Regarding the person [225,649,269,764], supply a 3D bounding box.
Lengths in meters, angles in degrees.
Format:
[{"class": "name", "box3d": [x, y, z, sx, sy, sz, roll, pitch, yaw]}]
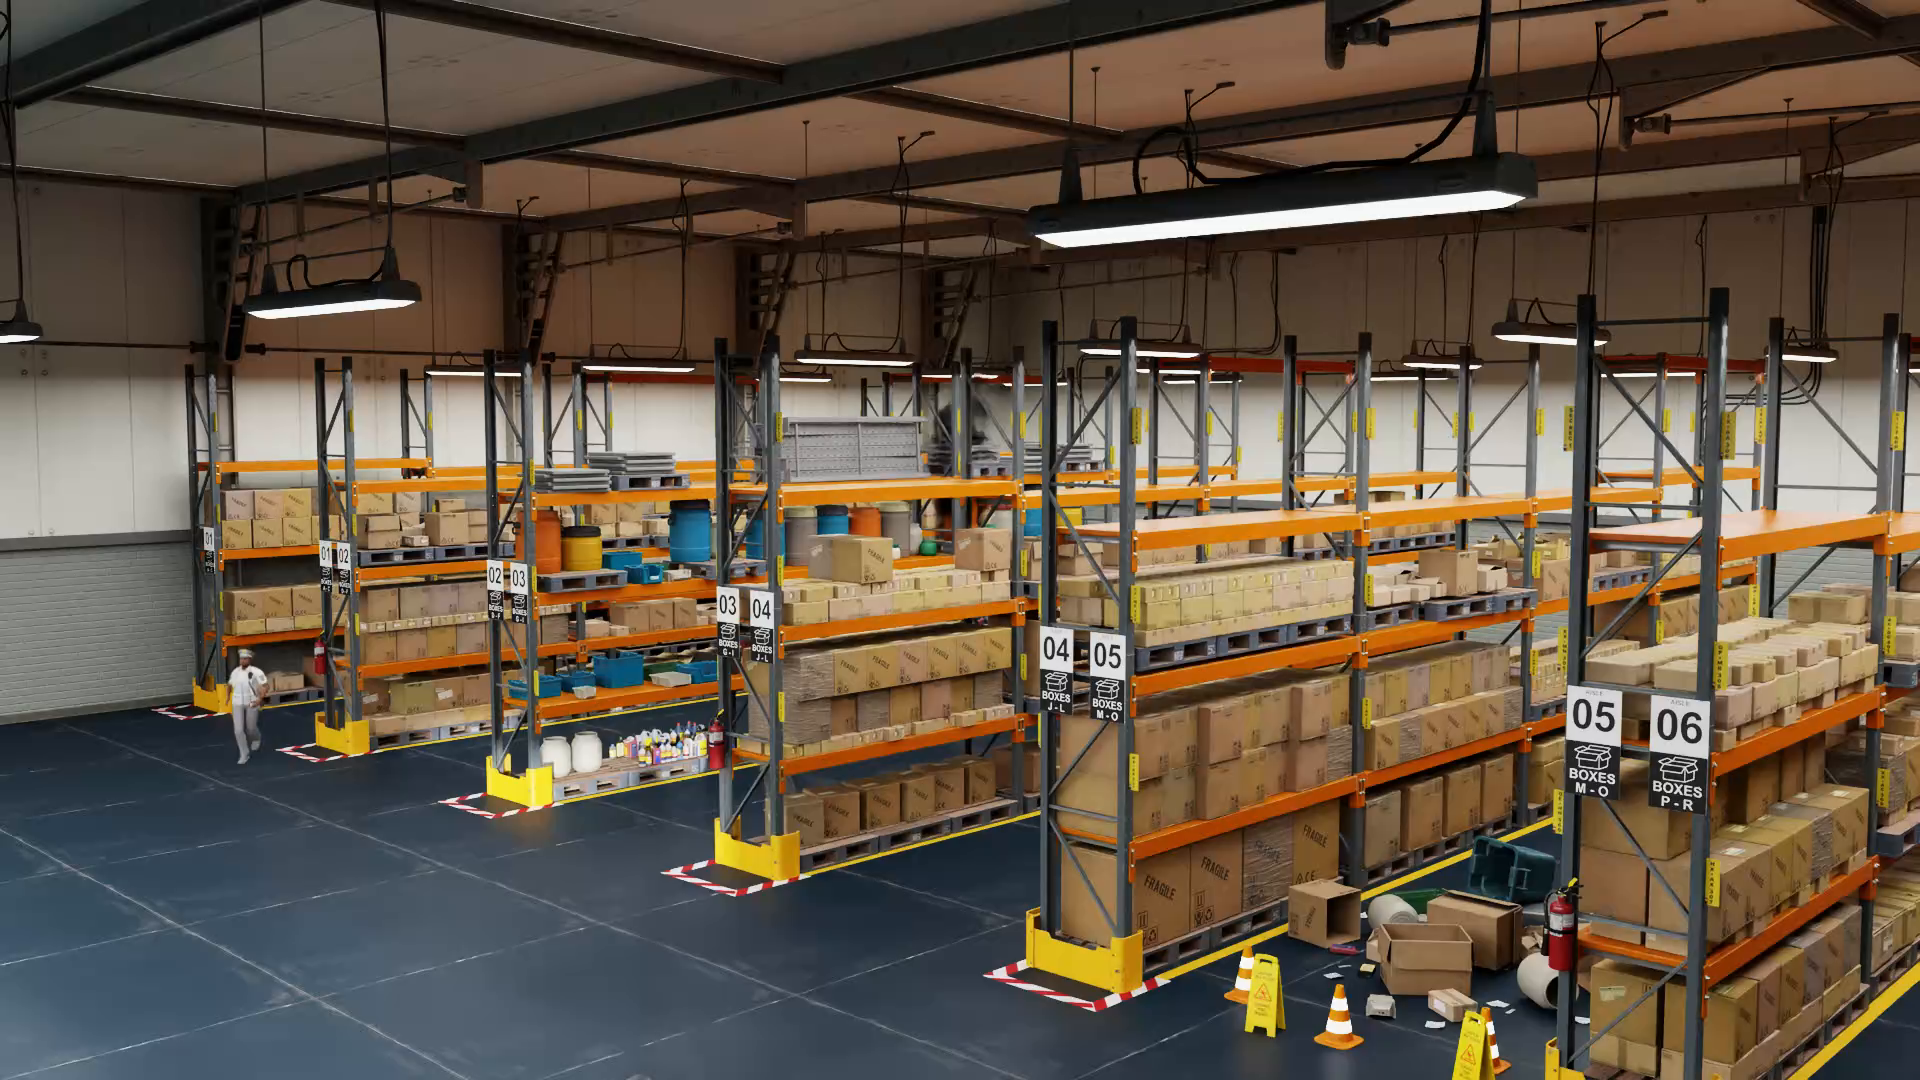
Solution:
[{"class": "person", "box3d": [-10.616, 2.456, 24.770, 0.624, 1.694, 0.673, -1, 4, -7]}]

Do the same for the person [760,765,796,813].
[{"class": "person", "box3d": [-2.376, 2.720, 21.566, 0.509, 1.635, 0.615, 3, 5, 33]}]
